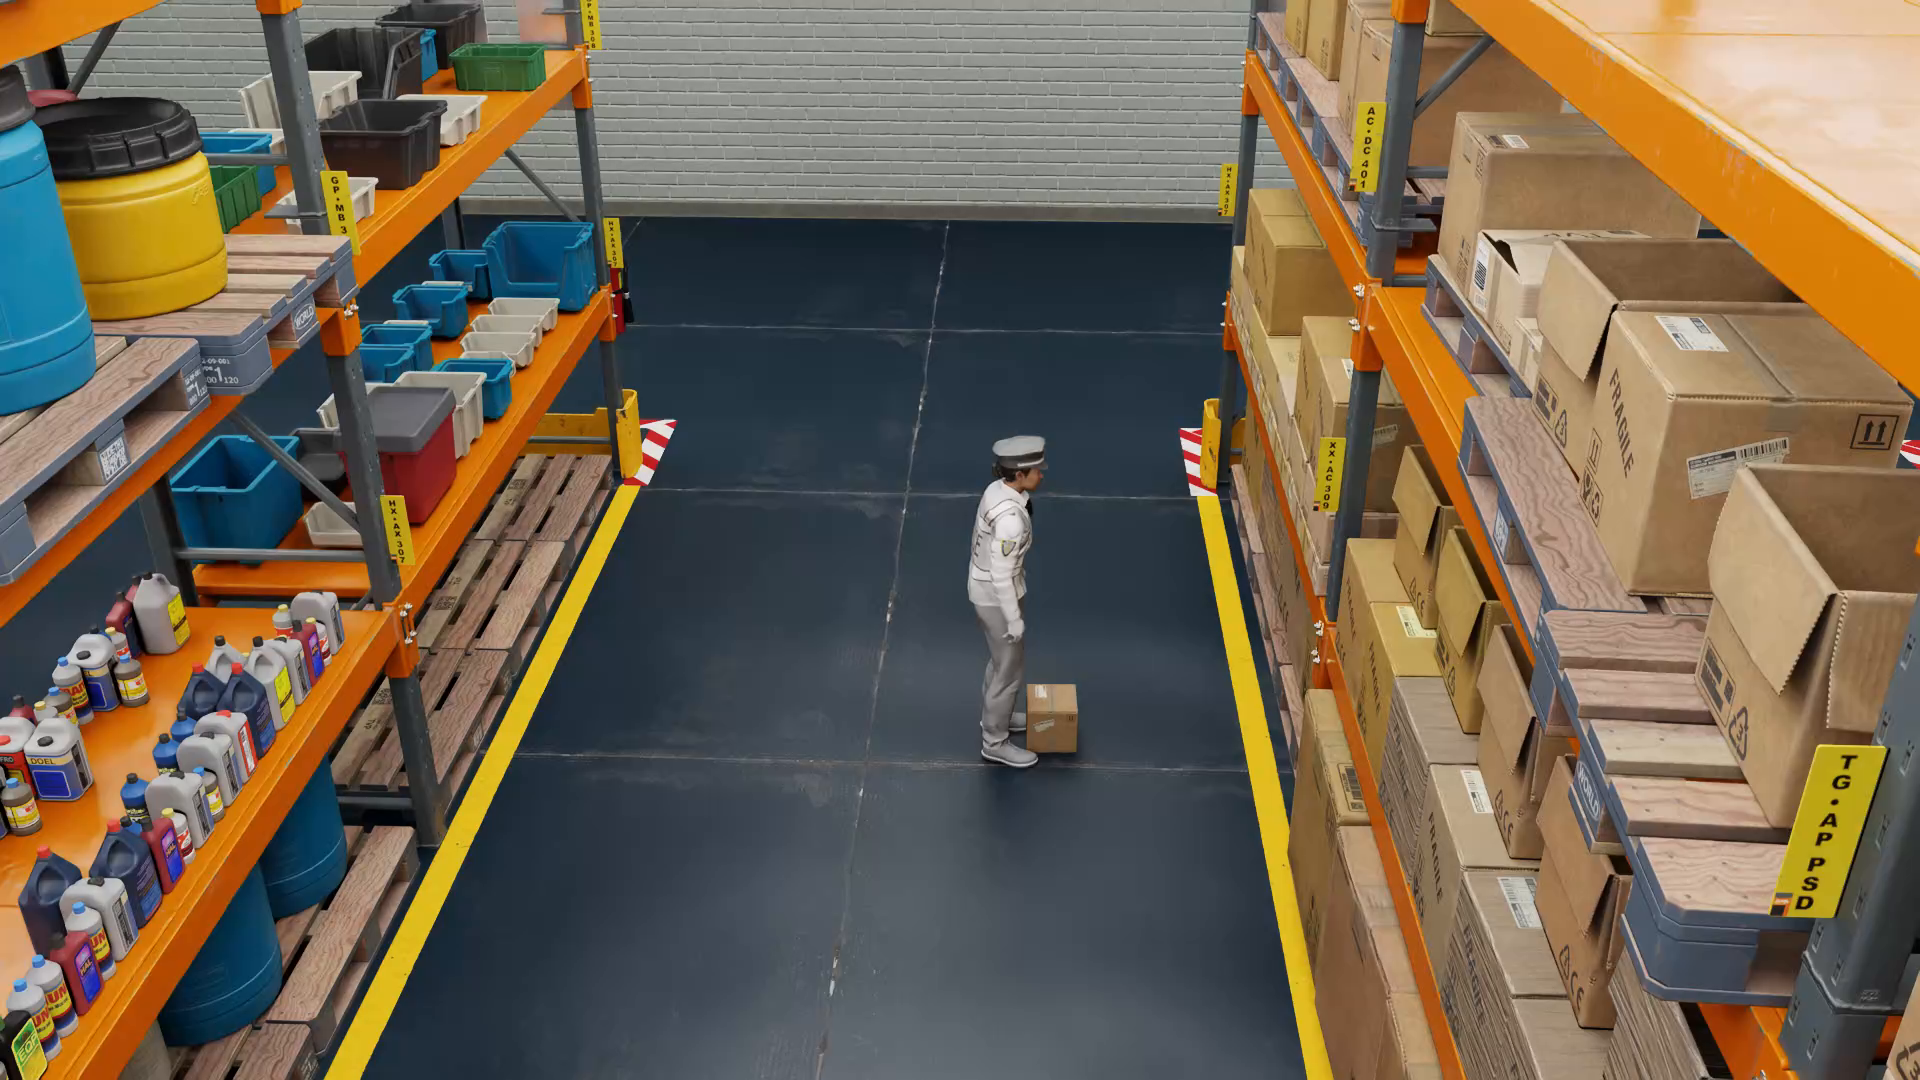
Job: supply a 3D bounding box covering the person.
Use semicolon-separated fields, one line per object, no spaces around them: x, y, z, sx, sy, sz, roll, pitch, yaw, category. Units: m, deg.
0.228;0.278;8.098;0.377;1.663;0.539;0;28;1;person
